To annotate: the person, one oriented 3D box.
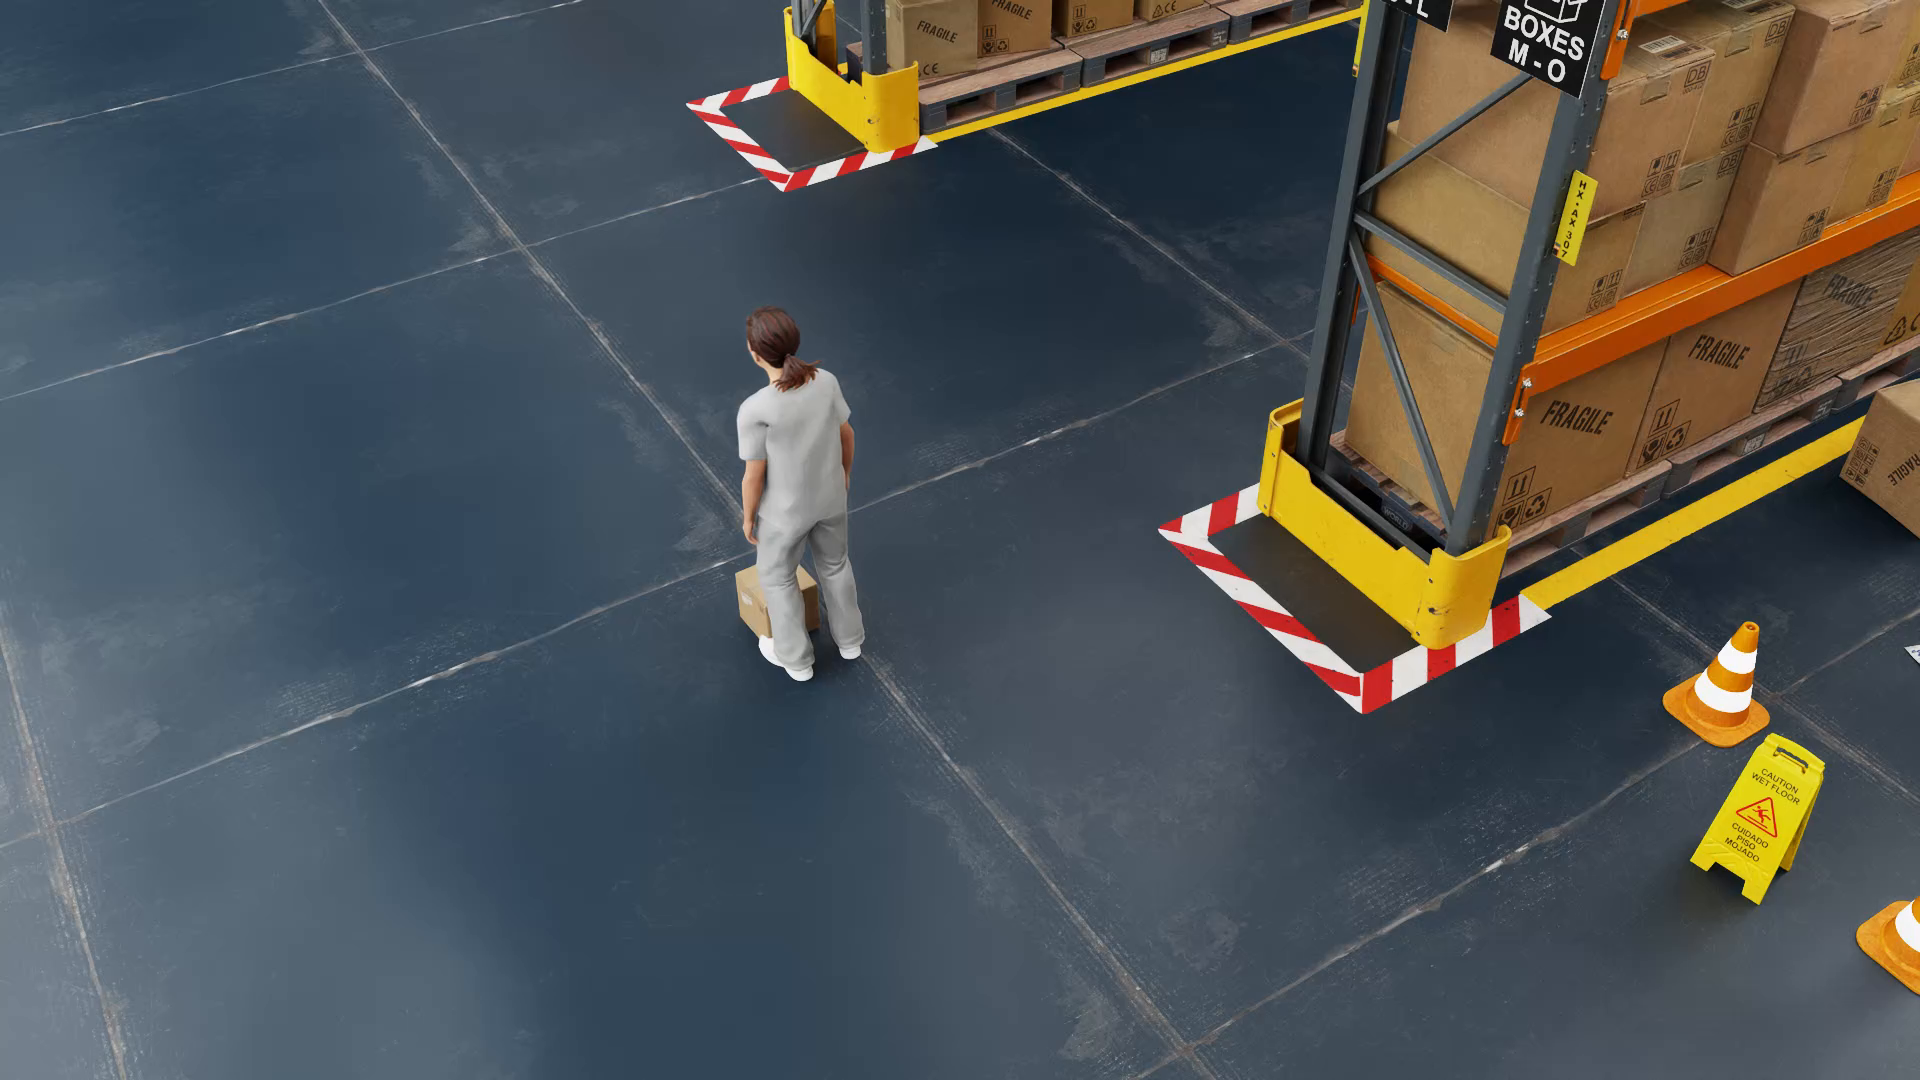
[{"bbox_3d":[-0.615,-0.153,6.337,0.498,1.671,0.368,-25,47,-26],"label":"person"}]
